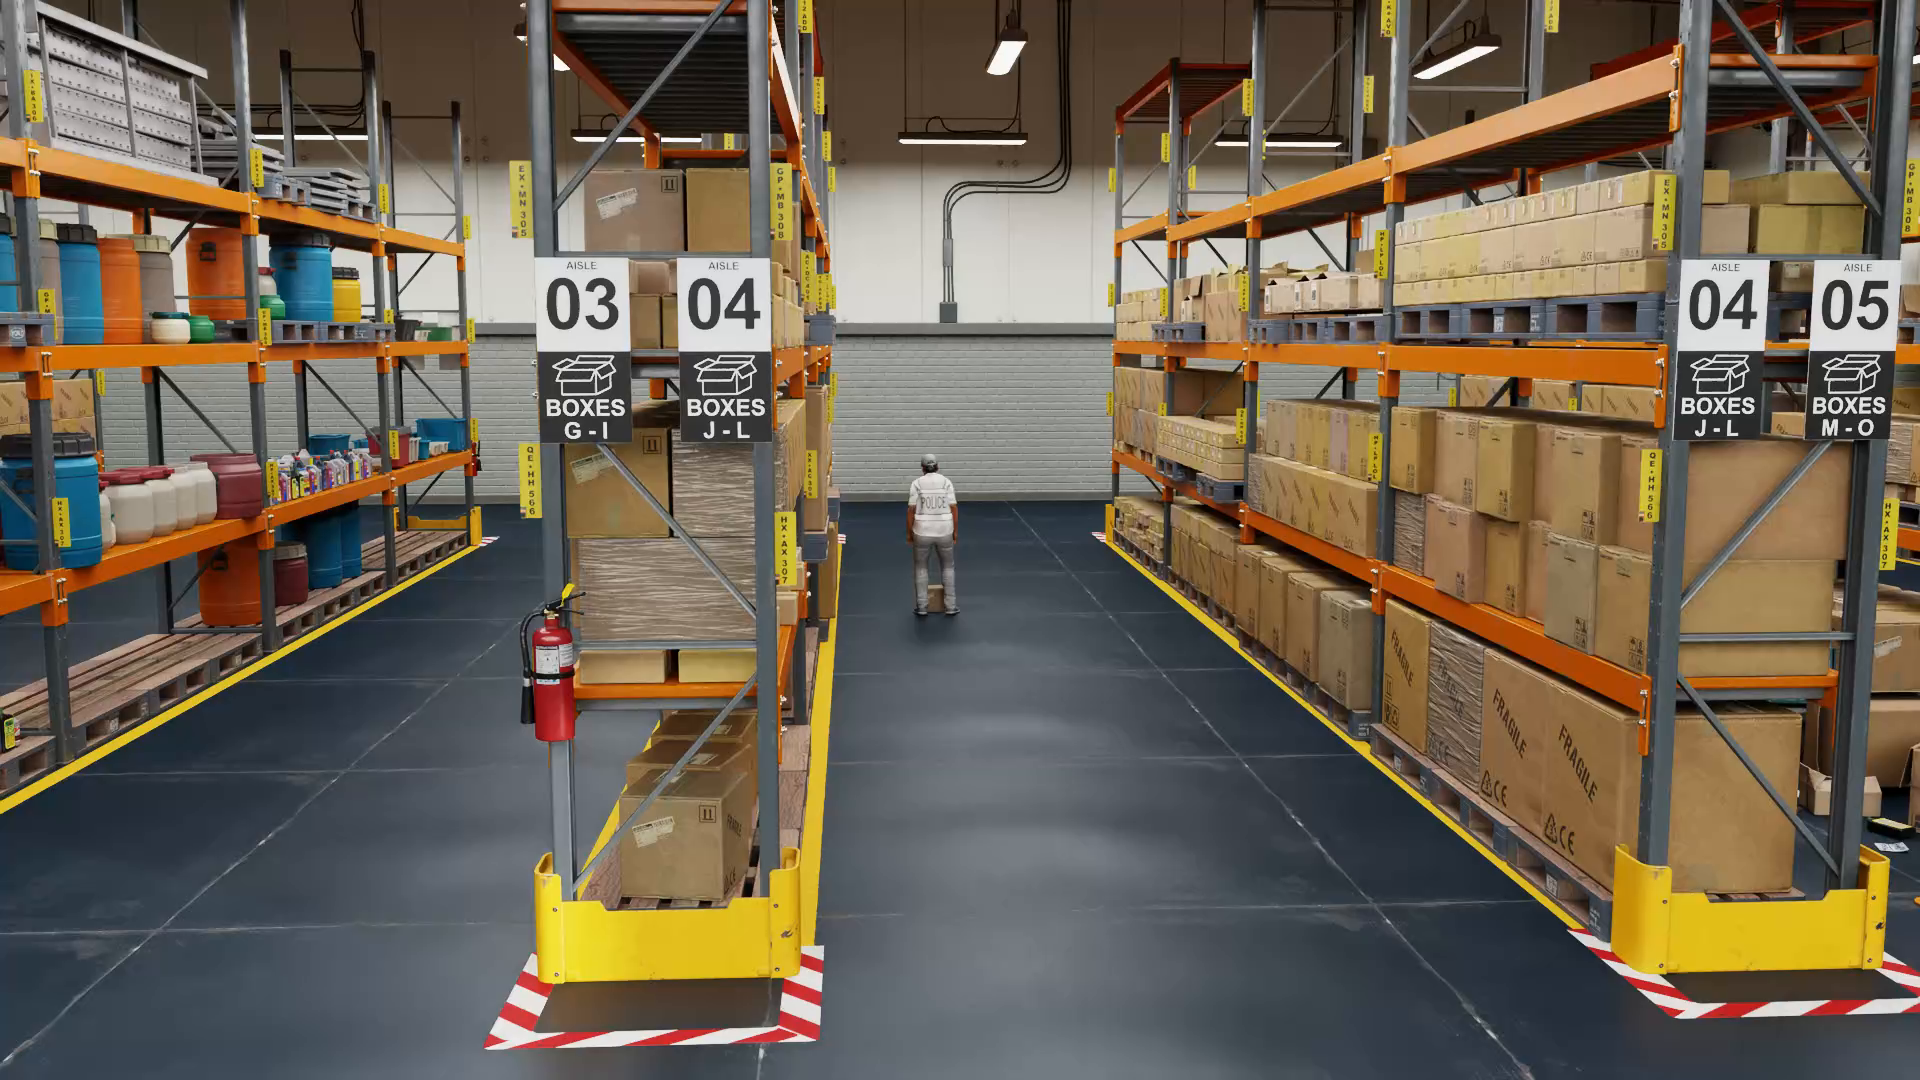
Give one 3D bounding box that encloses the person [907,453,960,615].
[{"bbox_3d":[-0.274,-0.060,17.214,0.562,1.667,0.465,-1,7,-6],"label":"person"}]
